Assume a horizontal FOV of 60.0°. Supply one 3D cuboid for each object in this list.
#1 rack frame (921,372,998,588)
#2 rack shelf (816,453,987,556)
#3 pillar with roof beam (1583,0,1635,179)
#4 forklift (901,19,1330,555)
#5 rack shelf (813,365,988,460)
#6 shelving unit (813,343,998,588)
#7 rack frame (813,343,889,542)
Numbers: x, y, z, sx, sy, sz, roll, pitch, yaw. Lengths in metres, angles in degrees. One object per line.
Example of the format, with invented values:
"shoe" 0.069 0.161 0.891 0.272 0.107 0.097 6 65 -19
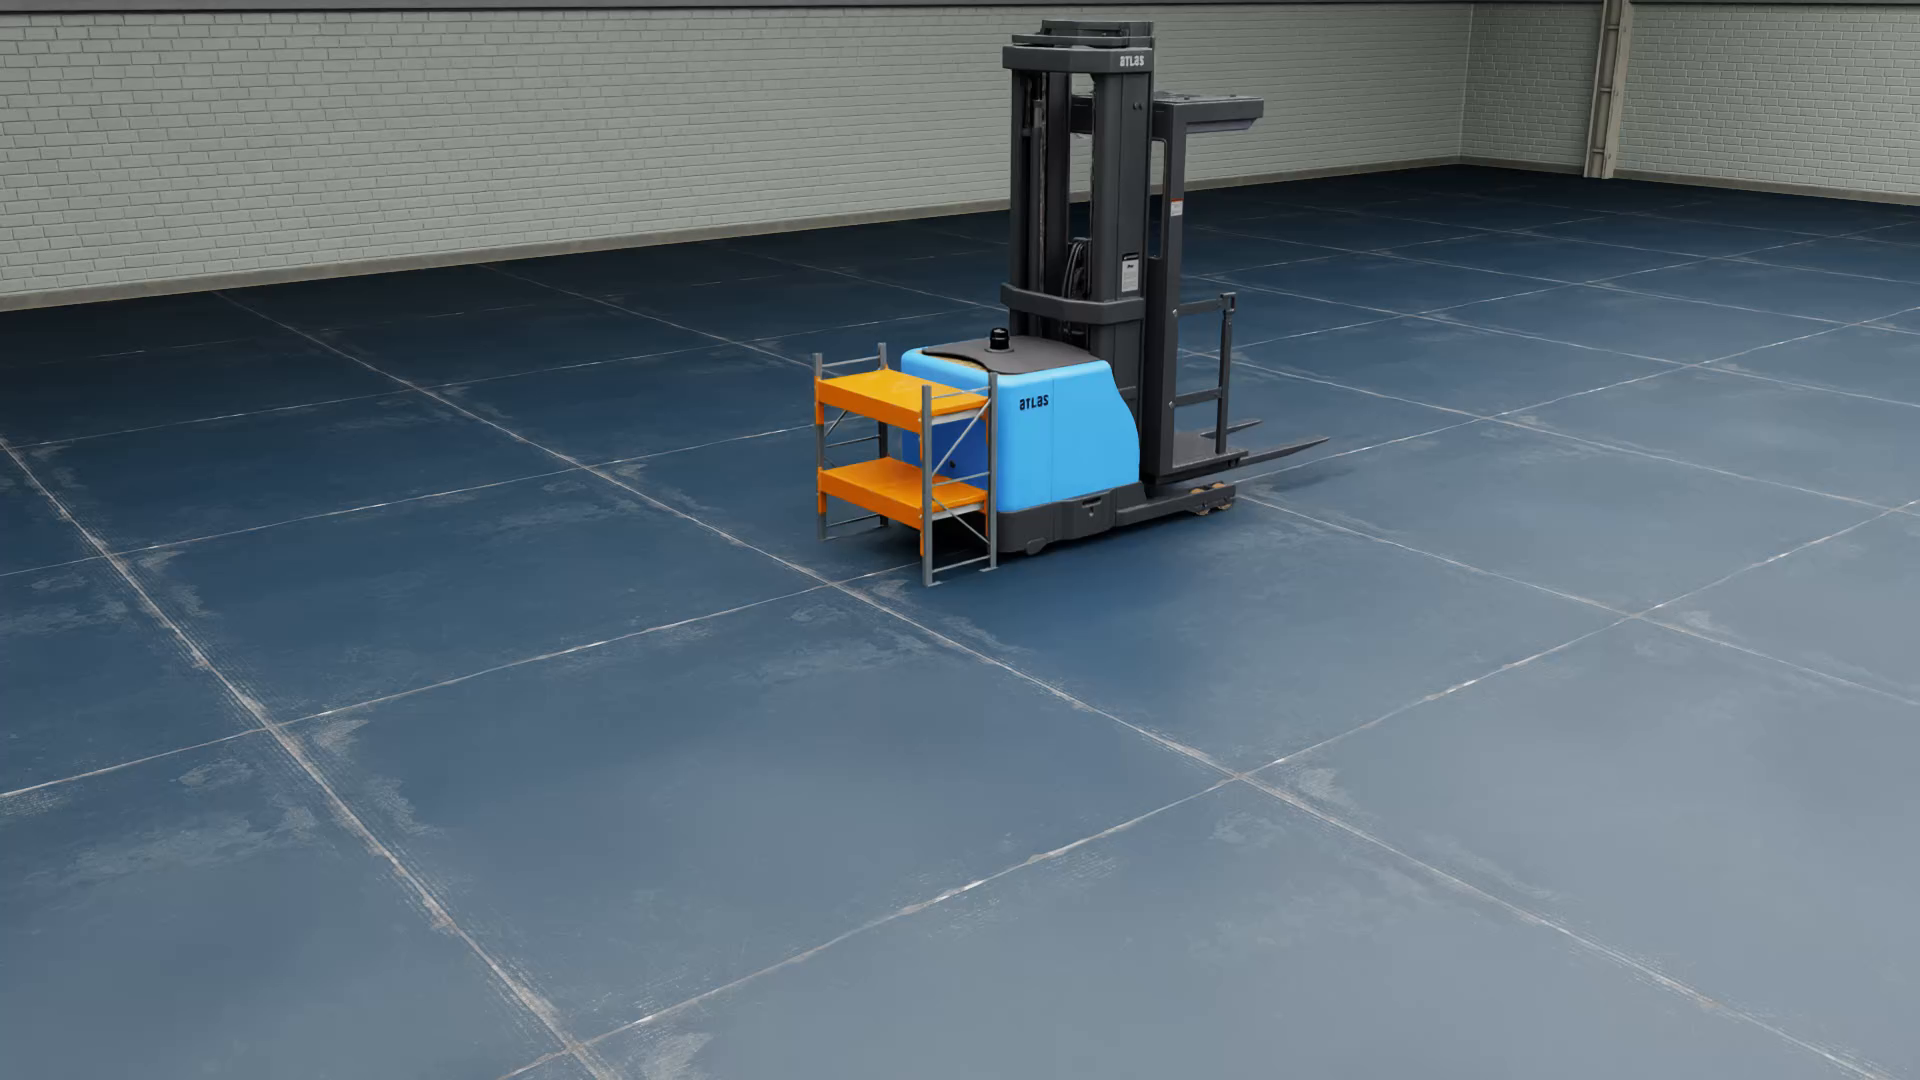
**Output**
"rack frame" 0.000 -0.326 9.059 0.500 1.125 0.032 -14 23 -37
"rack shelf" -0.319 -0.219 9.511 0.538 0.278 1.000 -14 23 -37
"pillar with roof beam" 7.721 -9.735 24.946 9.100 9.000 0.400 -14 23 -36
"forklift" 1.108 -1.659 10.210 3.031 2.935 1.130 -14 23 -36
"rack shelf" -0.319 -0.729 9.342 0.538 0.278 1.000 -14 23 -37
"shelving unit" -0.319 -0.451 9.434 0.538 1.125 1.048 -14 23 -37
"rack frame" -0.638 -0.575 9.810 0.500 1.125 0.032 -14 23 -37
